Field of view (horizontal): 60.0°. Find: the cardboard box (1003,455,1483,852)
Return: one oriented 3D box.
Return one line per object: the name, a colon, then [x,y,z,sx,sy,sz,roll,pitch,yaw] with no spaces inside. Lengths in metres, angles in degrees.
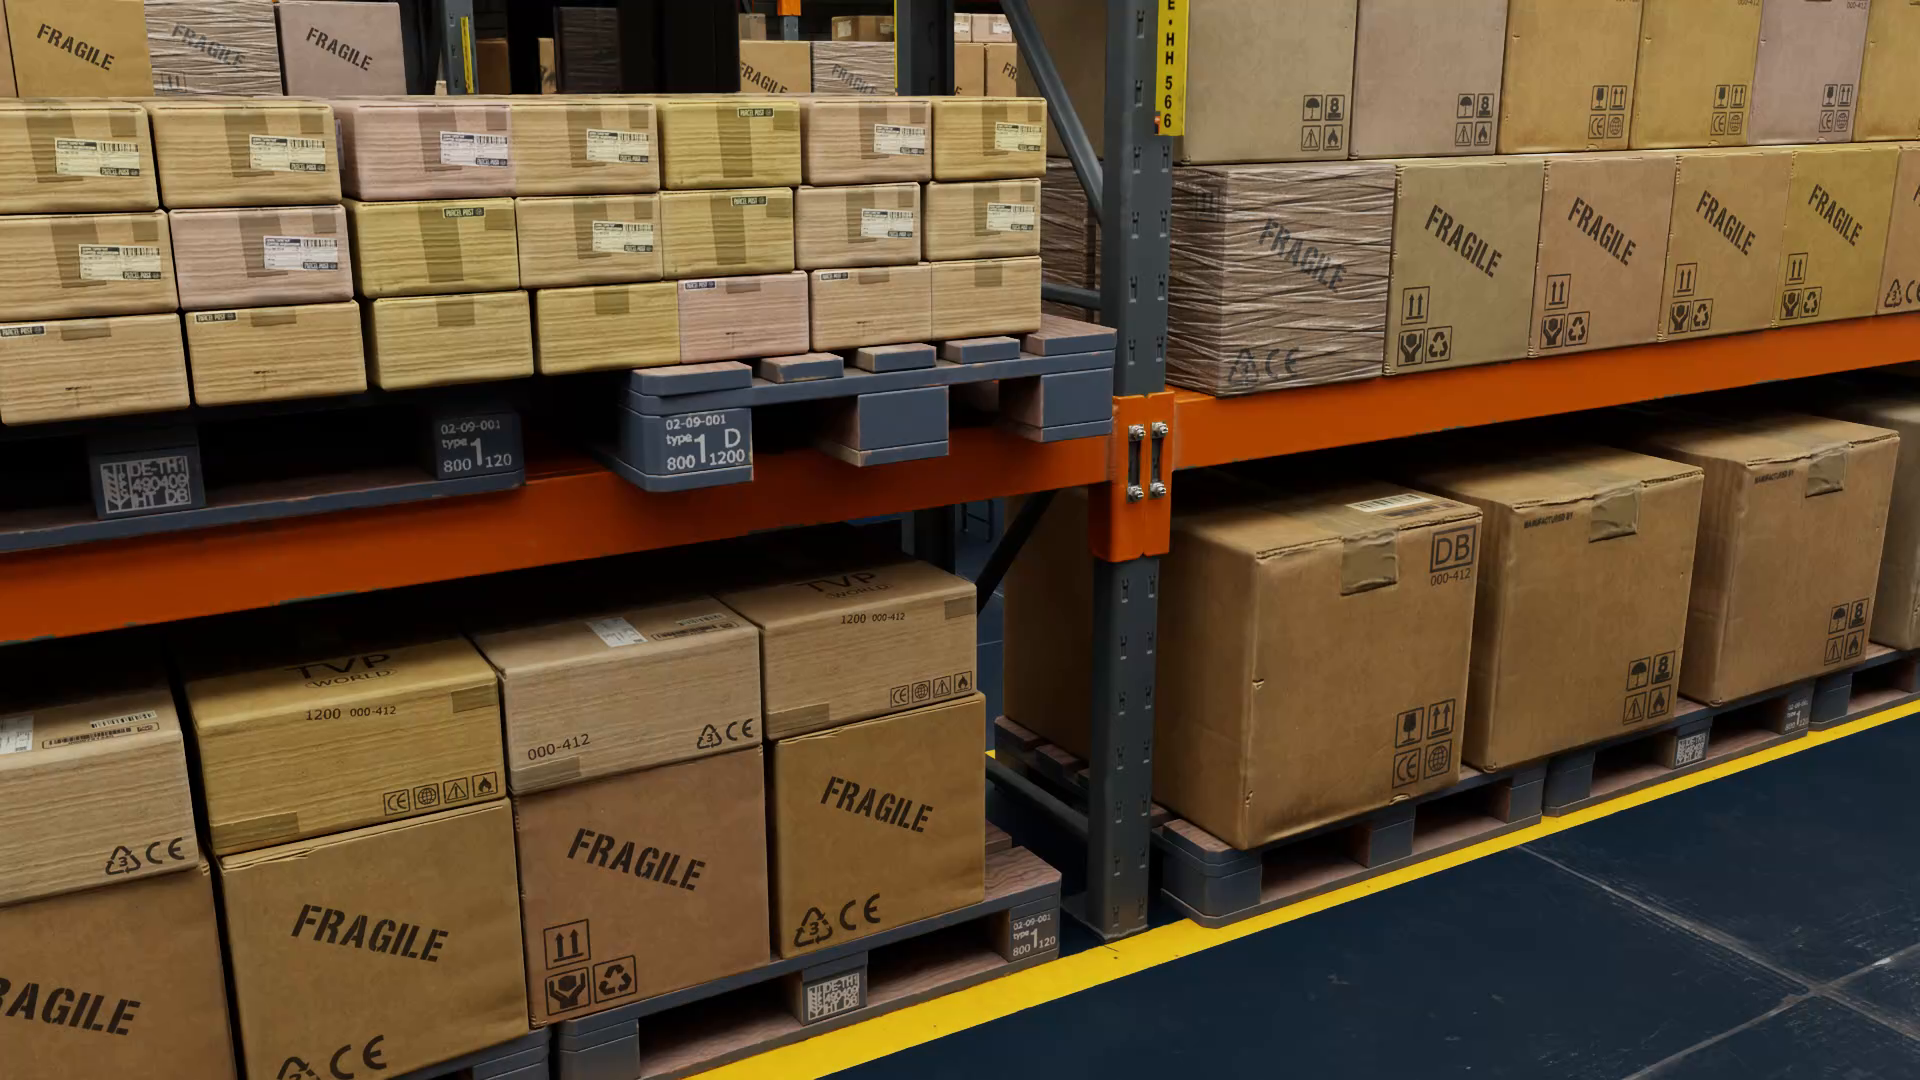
cardboard box: [0.714,0.214,4.479,0.750,0.750,1.050,-9,18,-30]

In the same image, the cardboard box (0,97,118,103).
cardboard box: [-1.692,-0.735,3.058,0.250,0.149,0.380,-10,18,-30]

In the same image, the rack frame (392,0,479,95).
rack frame: [-2.490,-1.734,8.040,0.127,3.000,1.000,-9,18,-30]

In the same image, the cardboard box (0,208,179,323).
cardboard box: [-1.369,-0.438,2.551,0.250,0.149,0.380,-10,18,-31]

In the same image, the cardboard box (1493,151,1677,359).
cardboard box: [1.536,-0.793,4.495,0.500,0.500,0.500,-9,18,-30]

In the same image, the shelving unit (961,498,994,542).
shelving unit: [-0.124,-0.560,7.185,0.503,1.200,0.258,-10,19,-32]

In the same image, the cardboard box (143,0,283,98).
cardboard box: [-3.235,-2.058,7.158,0.500,0.500,0.500,-9,18,-29]

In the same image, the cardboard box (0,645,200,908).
cardboard box: [-1.619,0.407,2.864,0.500,0.250,0.500,-8,18,-28]

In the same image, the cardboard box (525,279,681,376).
cardboard box: [-0.690,-0.406,2.987,0.250,0.149,0.380,-9,18,-30]

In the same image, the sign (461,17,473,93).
sign: [-2.202,-2.164,7.427,0.005,0.325,0.100,-9,18,-30]

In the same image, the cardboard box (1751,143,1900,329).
cardboard box: [2.398,-0.932,4.994,0.500,0.500,0.500,-9,18,-29]

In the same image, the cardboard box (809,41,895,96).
cardboard box: [-0.658,-2.354,8.736,0.500,0.500,0.500,-10,19,-32]

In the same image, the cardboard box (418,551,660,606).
cardboard box: [-1.005,0.148,3.790,0.500,0.250,0.500,-9,18,-30]

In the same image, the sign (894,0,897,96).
sign: [-0.143,-1.289,4.304,0.005,0.325,0.100,-9,18,-30]

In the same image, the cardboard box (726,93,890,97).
cardboard box: [-0.354,-0.951,3.830,0.250,0.149,0.380,-9,18,-30]

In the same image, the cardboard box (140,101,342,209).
cardboard box: [-1.148,-0.617,2.640,0.250,0.149,0.380,-8,18,-27]

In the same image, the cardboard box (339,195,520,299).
cardboard box: [-0.925,-0.510,2.809,0.250,0.149,0.380,-9,18,-30]

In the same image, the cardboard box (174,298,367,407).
cardboard box: [-1.143,-0.332,2.726,0.250,0.149,0.380,-9,18,-28]

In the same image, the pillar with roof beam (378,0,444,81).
pillar with roof beam: [-2.180,-5.165,9.162,0.400,9.000,9.100,-9,18,-30]

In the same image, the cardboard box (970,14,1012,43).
cardboard box: [0.075,-2.781,9.057,0.250,0.149,0.380,-10,18,-31]

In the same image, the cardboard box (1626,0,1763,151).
cardboard box: [1.845,-1.406,4.832,0.500,0.500,0.700,-9,18,-30]

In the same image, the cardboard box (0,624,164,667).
cardboard box: [-1.882,0.286,3.296,0.500,0.250,0.500,-10,19,-32]

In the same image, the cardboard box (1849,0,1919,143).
cardboard box: [2.712,-1.546,5.331,0.500,0.500,0.700,-10,18,-31]

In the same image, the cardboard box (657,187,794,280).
cardboard box: [-0.496,-0.579,3.054,0.250,0.149,0.380,-9,18,-28]

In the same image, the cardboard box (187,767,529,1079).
cardboard box: [-1.176,0.699,3.213,0.500,0.500,0.500,-10,19,-32]

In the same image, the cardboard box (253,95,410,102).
cardboard box: [-1.250,-0.806,3.312,0.250,0.149,0.380,-8,18,-27]

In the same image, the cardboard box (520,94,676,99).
cardboard box: [-0.792,-0.880,3.578,0.250,0.149,0.380,-9,18,-30]

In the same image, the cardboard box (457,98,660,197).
cardboard box: [-0.707,-0.688,2.892,0.250,0.149,0.380,-9,18,-28]

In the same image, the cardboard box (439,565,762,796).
cardboard box: [-0.733,0.266,3.369,0.500,0.250,0.500,-9,18,-29]

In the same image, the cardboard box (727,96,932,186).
cardboard box: [-0.255,-0.762,3.157,0.250,0.149,0.380,-9,18,-30]

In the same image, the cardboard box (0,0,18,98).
cardboard box: [-4.101,-1.922,6.672,0.500,0.500,0.500,-10,18,-31]

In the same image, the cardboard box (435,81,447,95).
cardboard box: [-3.972,-3.337,12.371,0.250,0.149,0.380,-9,18,-29]

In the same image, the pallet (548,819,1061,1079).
pallet: [-0.525,0.848,3.994,1.213,0.211,1.003,-9,18,-30]

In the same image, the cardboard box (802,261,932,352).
cardboard box: [-0.254,-0.475,3.236,0.250,0.149,0.380,-9,18,-30]

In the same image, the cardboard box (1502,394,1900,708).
cardboard box: [2.260,-0.038,5.377,0.750,0.750,1.050,-9,18,-30]

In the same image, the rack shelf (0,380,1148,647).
rack shelf: [-1.569,0.021,3.109,4.000,0.370,1.077,-9,18,-30]

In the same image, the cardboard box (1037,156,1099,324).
cardboard box: [0.393,-0.776,4.436,0.500,0.500,0.500,-9,18,-30]

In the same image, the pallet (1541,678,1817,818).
pallet: [1.905,0.479,5.310,1.213,0.211,1.003,-9,18,-30]

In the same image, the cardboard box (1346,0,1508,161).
cardboard box: [0.968,-1.263,4.322,0.500,0.500,0.700,-10,18,-31]

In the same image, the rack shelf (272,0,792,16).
rack shelf: [-3.336,-4.258,12.819,4.000,0.370,1.077,-9,18,-30]

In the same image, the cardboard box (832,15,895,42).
cardboard box: [-0.525,-2.838,9.260,0.250,0.149,0.380,-8,18,-27]

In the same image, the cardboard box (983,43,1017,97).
cardboard box: [0.236,-2.497,9.247,0.500,0.500,0.500,-9,18,-29]

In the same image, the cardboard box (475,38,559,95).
cardboard box: [-1.986,-2.137,7.961,0.500,0.500,0.500,-10,18,-31]

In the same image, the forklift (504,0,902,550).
forklift: [-1.588,-1.120,5.974,3.031,2.935,1.130,-10,19,-33]

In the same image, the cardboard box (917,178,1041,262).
cardboard box: [-0.044,-0.654,3.320,0.250,0.149,0.380,-9,18,-29]

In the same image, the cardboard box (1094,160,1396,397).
cardboard box: [0.669,-0.651,3.990,0.500,0.500,0.500,-9,18,-29]

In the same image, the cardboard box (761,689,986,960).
cardboard box: [-0.284,0.550,3.743,0.500,0.500,0.500,-9,18,-30]

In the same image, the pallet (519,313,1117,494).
pallet: [-0.411,-0.387,3.589,1.003,0.211,1.213,-9,18,-30]
